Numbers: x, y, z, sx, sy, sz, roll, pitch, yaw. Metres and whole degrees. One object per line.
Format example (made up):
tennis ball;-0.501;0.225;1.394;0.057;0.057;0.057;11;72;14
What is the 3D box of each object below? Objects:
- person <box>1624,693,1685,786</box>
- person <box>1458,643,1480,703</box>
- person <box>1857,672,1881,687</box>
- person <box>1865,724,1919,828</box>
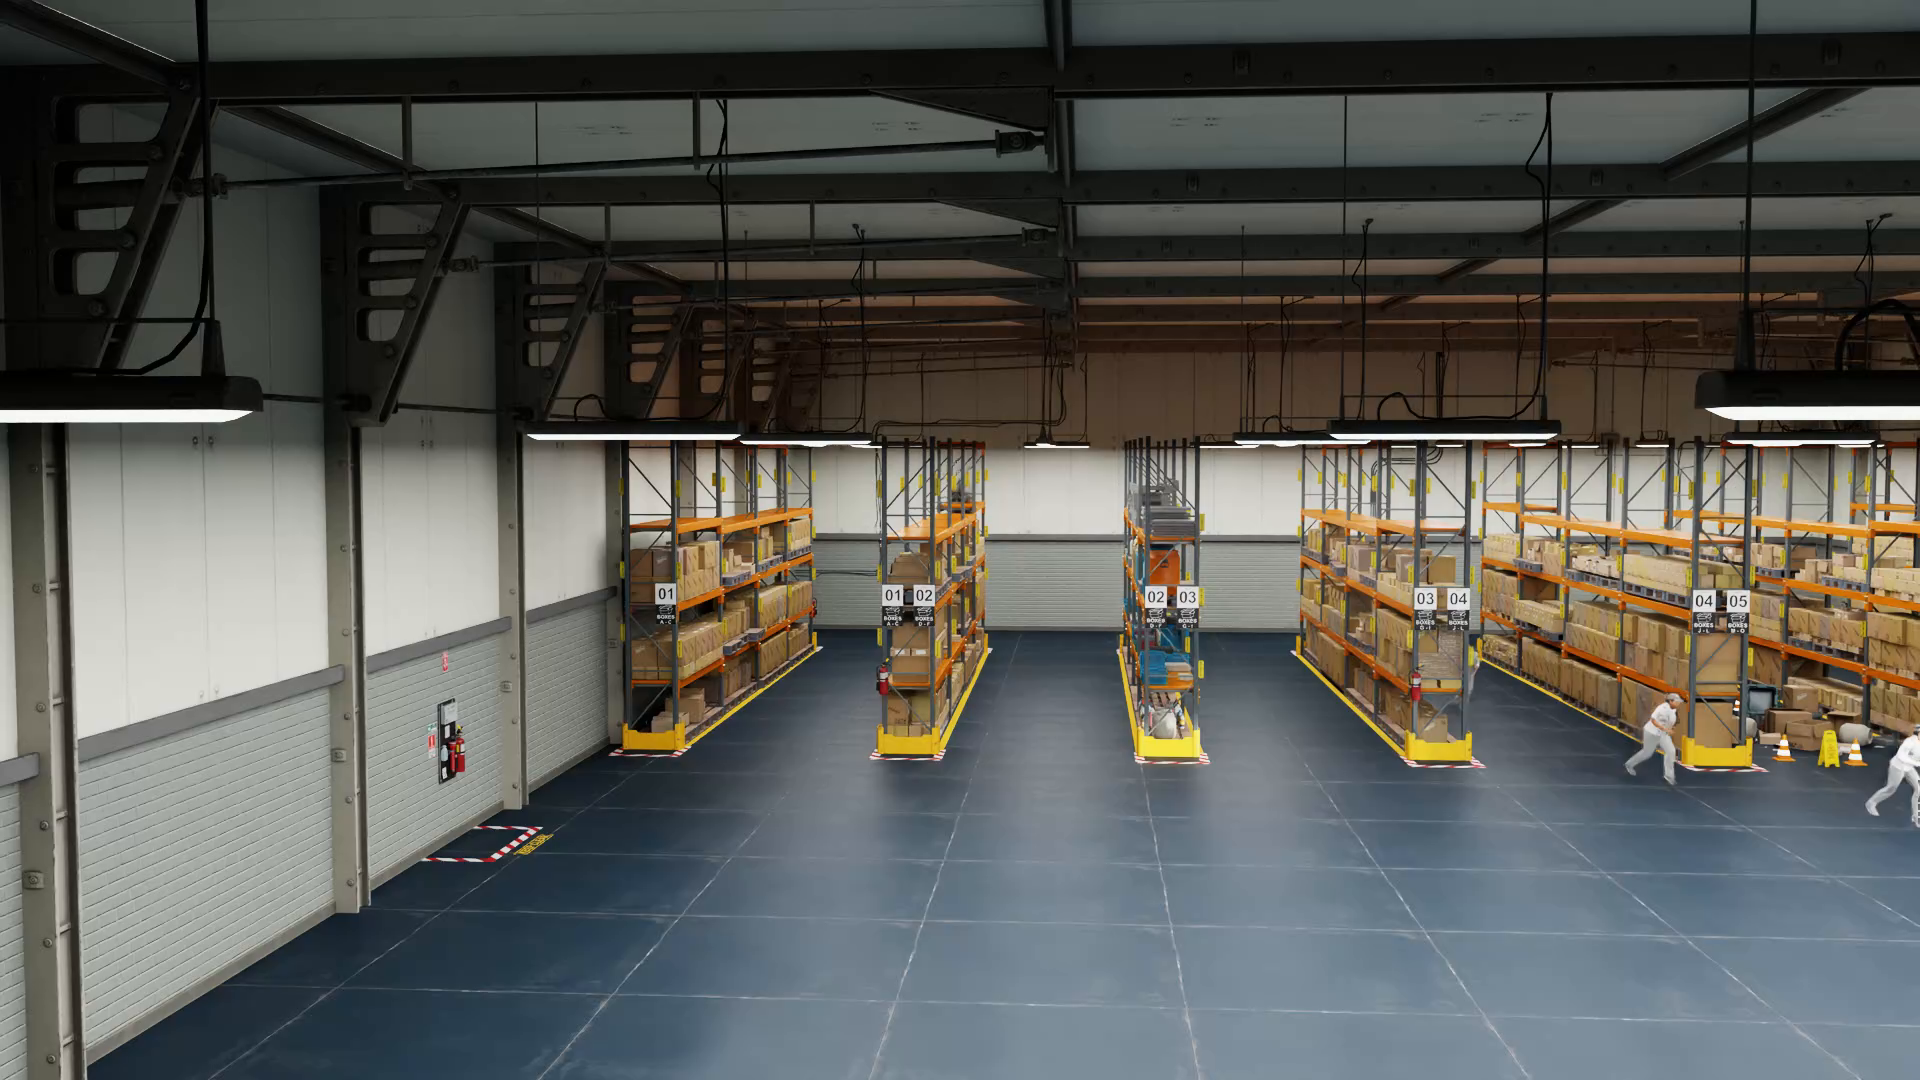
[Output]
person;12.032;3.415;28.806;0.646;1.627;1.034;-3;4;-40
person;11.180;3.015;36.753;0.538;1.544;0.794;0;3;-4
person;21.103;2.829;38.554;0.570;1.692;0.865;0;3;6
person;14.433;3.586;25.592;0.612;1.625;0.966;-2;4;-34
